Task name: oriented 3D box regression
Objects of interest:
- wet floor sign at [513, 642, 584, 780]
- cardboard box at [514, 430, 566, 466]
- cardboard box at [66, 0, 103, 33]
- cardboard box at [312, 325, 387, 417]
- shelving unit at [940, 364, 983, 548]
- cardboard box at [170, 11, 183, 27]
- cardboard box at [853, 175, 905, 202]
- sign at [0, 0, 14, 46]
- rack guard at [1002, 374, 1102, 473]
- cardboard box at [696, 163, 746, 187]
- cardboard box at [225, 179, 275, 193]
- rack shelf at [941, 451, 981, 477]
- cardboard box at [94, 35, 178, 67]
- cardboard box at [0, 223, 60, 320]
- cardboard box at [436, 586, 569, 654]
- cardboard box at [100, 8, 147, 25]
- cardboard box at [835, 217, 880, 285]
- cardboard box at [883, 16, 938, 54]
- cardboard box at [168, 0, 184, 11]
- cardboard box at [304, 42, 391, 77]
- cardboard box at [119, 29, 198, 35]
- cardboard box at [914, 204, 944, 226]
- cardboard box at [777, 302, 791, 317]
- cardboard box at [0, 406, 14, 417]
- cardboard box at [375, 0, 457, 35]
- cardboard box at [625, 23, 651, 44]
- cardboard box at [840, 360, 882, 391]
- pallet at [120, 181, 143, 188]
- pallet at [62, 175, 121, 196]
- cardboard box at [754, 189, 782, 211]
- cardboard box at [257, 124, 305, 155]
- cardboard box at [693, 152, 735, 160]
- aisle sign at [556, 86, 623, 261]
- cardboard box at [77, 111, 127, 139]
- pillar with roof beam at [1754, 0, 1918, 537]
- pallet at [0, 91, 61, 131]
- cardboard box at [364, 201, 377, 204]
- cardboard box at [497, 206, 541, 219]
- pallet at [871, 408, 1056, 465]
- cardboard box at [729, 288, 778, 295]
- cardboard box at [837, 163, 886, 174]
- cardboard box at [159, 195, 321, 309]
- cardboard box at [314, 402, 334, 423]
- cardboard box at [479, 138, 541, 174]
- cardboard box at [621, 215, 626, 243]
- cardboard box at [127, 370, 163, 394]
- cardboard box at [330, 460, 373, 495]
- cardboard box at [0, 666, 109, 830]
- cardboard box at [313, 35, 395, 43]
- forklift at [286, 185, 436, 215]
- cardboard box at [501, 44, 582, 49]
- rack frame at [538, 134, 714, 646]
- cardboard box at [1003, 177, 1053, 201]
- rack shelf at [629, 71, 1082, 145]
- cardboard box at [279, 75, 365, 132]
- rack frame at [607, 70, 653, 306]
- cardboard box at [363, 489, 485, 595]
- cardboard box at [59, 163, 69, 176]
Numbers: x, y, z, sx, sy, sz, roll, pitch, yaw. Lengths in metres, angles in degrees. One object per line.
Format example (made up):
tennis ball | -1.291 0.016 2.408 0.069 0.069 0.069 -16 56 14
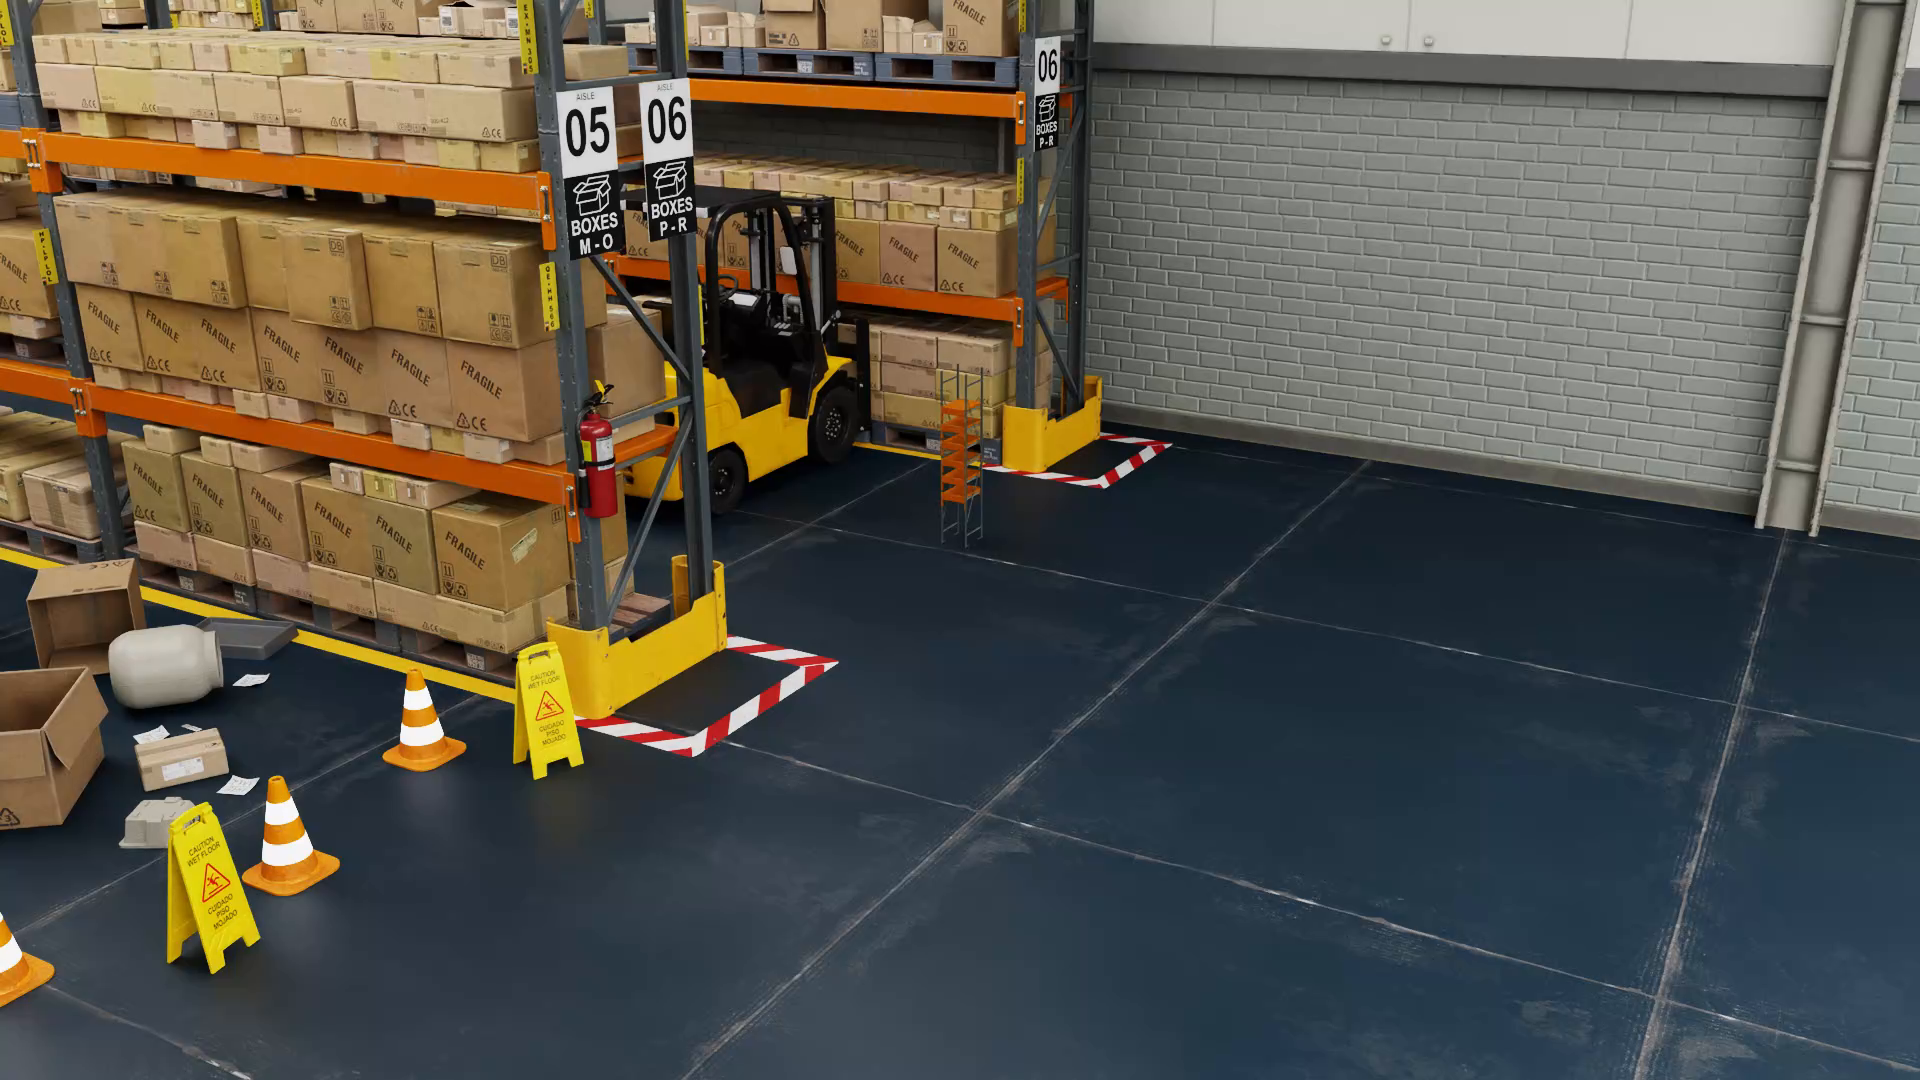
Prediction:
wet floor sign | -2.053 0.811 8.182 0.267 0.644 0.232 -16 26 -38
cardboard box | -2.128 -0.526 8.785 0.250 0.149 0.380 12 23 29
cardboard box | -5.944 -3.379 10.754 0.500 0.250 0.500 10 22 26
cardboard box | -3.175 -1.009 9.166 0.500 0.500 0.500 11 23 27
shelving unit | 0.013 -0.562 11.154 0.189 1.200 0.258 11 23 27
cardboard box | -7.556 -5.153 16.409 0.250 0.149 0.380 11 23 28
cardboard box | -0.630 -2.753 13.023 0.250 0.149 0.380 11 23 29
sign | -5.457 -2.983 9.456 0.005 0.325 0.100 11 23 27
rack guard | 0.741 -0.945 13.236 0.348 0.500 1.175 11 23 27
cardboard box | -1.964 -3.010 13.729 0.250 0.149 0.380 11 23 28
cardboard box | -7.024 -3.529 16.446 0.250 0.149 0.380 11 23 28
rack shelf | 0.013 -0.520 11.169 0.180 0.103 0.258 11 23 27
cardboard box | -4.606 -2.747 9.339 0.250 0.149 0.380 10 22 26
cardboard box | -5.704 -1.703 10.464 0.500 0.500 0.500 10 22 26
cardboard box | -2.555 0.391 9.304 0.500 0.250 0.500 11 23 27
cardboard box | -8.334 -5.240 16.618 0.250 0.149 0.380 11 23 28
cardboard box | -0.733 -2.349 13.294 0.500 0.500 0.500 10 22 26
cardboard box | -0.372 -3.805 12.491 0.258 0.266 0.396 11 23 27
cardboard box | -7.619 -5.265 16.280 0.250 0.149 0.380 10 22 26
cardboard box | -3.196 -2.524 8.724 0.250 0.149 0.380 10 22 26
cardboard box | -4.806 -2.990 10.009 0.250 0.149 0.380 11 23 28
cardboard box | -0.153 -2.545 12.884 0.250 0.149 0.380 11 23 28
cardboard box | -1.621 -1.823 13.941 0.500 0.250 0.500 12 23 29
cardboard box | -7.545 -0.721 12.191 0.625 0.372 0.950 10 22 26
cardboard box | -4.862 -4.793 14.873 0.500 0.500 0.500 11 23 29
cardboard box | -2.528 -4.160 13.643 0.250 0.149 0.380 11 23 28
cardboard box | -0.750 -1.418 13.558 0.500 0.250 0.500 10 22 26
pallet | -7.964 -3.686 17.409 1.213 0.211 1.003 11 23 27
pallet | -9.111 -3.864 17.899 1.213 0.211 1.003 11 23 27
cardboard box | -1.518 -2.788 13.555 0.250 0.149 0.380 10 22 26
cardboard box | -3.508 -2.156 8.879 0.250 0.149 0.380 10 22 27
cardboard box | -2.147 -3.264 14.429 0.250 0.149 0.380 10 22 26
aisle sign | -1.784 -1.771 8.036 0.004 0.787 0.394 11 23 27
cardboard box | -4.836 -2.417 9.599 0.250 0.149 0.380 11 23 27
pillar with roof beam | 3.691 -3.049 6.573 0.400 9.000 9.100 11 23 27
pallet | -5.676 -2.767 10.471 1.003 0.211 1.213 11 23 27
cardboard box | -5.559 -3.152 15.876 0.500 0.250 0.500 10 22 26
cardboard box | -3.778 -3.042 14.840 0.500 0.250 0.500 10 22 26
pallet | 0.032 -0.928 13.613 1.213 0.211 1.003 11 23 27
cardboard box | -1.798 -2.060 14.595 0.500 0.250 0.500 10 22 27
cardboard box | -0.805 -3.001 13.705 0.250 0.149 0.380 11 23 28
cardboard box | -4.050 -1.647 9.457 0.500 0.500 0.700 10 22 26
cardboard box | -3.453 -0.786 9.501 0.250 0.149 0.380 11 23 27
cardboard box | -2.145 -1.914 8.211 0.250 0.149 0.380 11 23 28
cardboard box | -3.073 -2.882 15.132 0.500 0.250 0.500 11 23 28
cardboard box | -4.825 -1.018 10.142 0.250 0.149 0.380 12 23 29
cardboard box | -3.324 -0.392 9.411 0.250 0.149 0.380 12 23 30
cardboard box | -4.465 0.990 7.899 0.637 0.503 0.797 -4 20 -10
cardboard box | -3.406 -2.760 9.376 0.250 0.149 0.380 11 23 28
forklift | -4.590 -1.848 12.162 1.130 2.935 3.031 9 22 23
cardboard box | -2.136 -2.469 8.574 0.250 0.149 0.380 11 23 27
rack frame | -1.697 -0.645 8.746 0.127 3.000 1.000 11 23 27
cardboard box | 0.531 -2.735 12.972 0.250 0.149 0.380 10 22 26
rack shelf | -1.026 -3.528 13.349 4.000 0.370 1.077 11 23 27
cardboard box | -3.169 -2.299 8.688 0.500 0.250 0.500 12 23 29
rack frame | -2.772 -2.789 14.655 0.127 3.000 1.000 11 23 27
cardboard box | -2.981 -0.044 9.405 0.500 0.500 0.500 12 23 29
cardboard box | -9.443 -4.217 17.829 0.500 0.500 0.700 11 23 29
